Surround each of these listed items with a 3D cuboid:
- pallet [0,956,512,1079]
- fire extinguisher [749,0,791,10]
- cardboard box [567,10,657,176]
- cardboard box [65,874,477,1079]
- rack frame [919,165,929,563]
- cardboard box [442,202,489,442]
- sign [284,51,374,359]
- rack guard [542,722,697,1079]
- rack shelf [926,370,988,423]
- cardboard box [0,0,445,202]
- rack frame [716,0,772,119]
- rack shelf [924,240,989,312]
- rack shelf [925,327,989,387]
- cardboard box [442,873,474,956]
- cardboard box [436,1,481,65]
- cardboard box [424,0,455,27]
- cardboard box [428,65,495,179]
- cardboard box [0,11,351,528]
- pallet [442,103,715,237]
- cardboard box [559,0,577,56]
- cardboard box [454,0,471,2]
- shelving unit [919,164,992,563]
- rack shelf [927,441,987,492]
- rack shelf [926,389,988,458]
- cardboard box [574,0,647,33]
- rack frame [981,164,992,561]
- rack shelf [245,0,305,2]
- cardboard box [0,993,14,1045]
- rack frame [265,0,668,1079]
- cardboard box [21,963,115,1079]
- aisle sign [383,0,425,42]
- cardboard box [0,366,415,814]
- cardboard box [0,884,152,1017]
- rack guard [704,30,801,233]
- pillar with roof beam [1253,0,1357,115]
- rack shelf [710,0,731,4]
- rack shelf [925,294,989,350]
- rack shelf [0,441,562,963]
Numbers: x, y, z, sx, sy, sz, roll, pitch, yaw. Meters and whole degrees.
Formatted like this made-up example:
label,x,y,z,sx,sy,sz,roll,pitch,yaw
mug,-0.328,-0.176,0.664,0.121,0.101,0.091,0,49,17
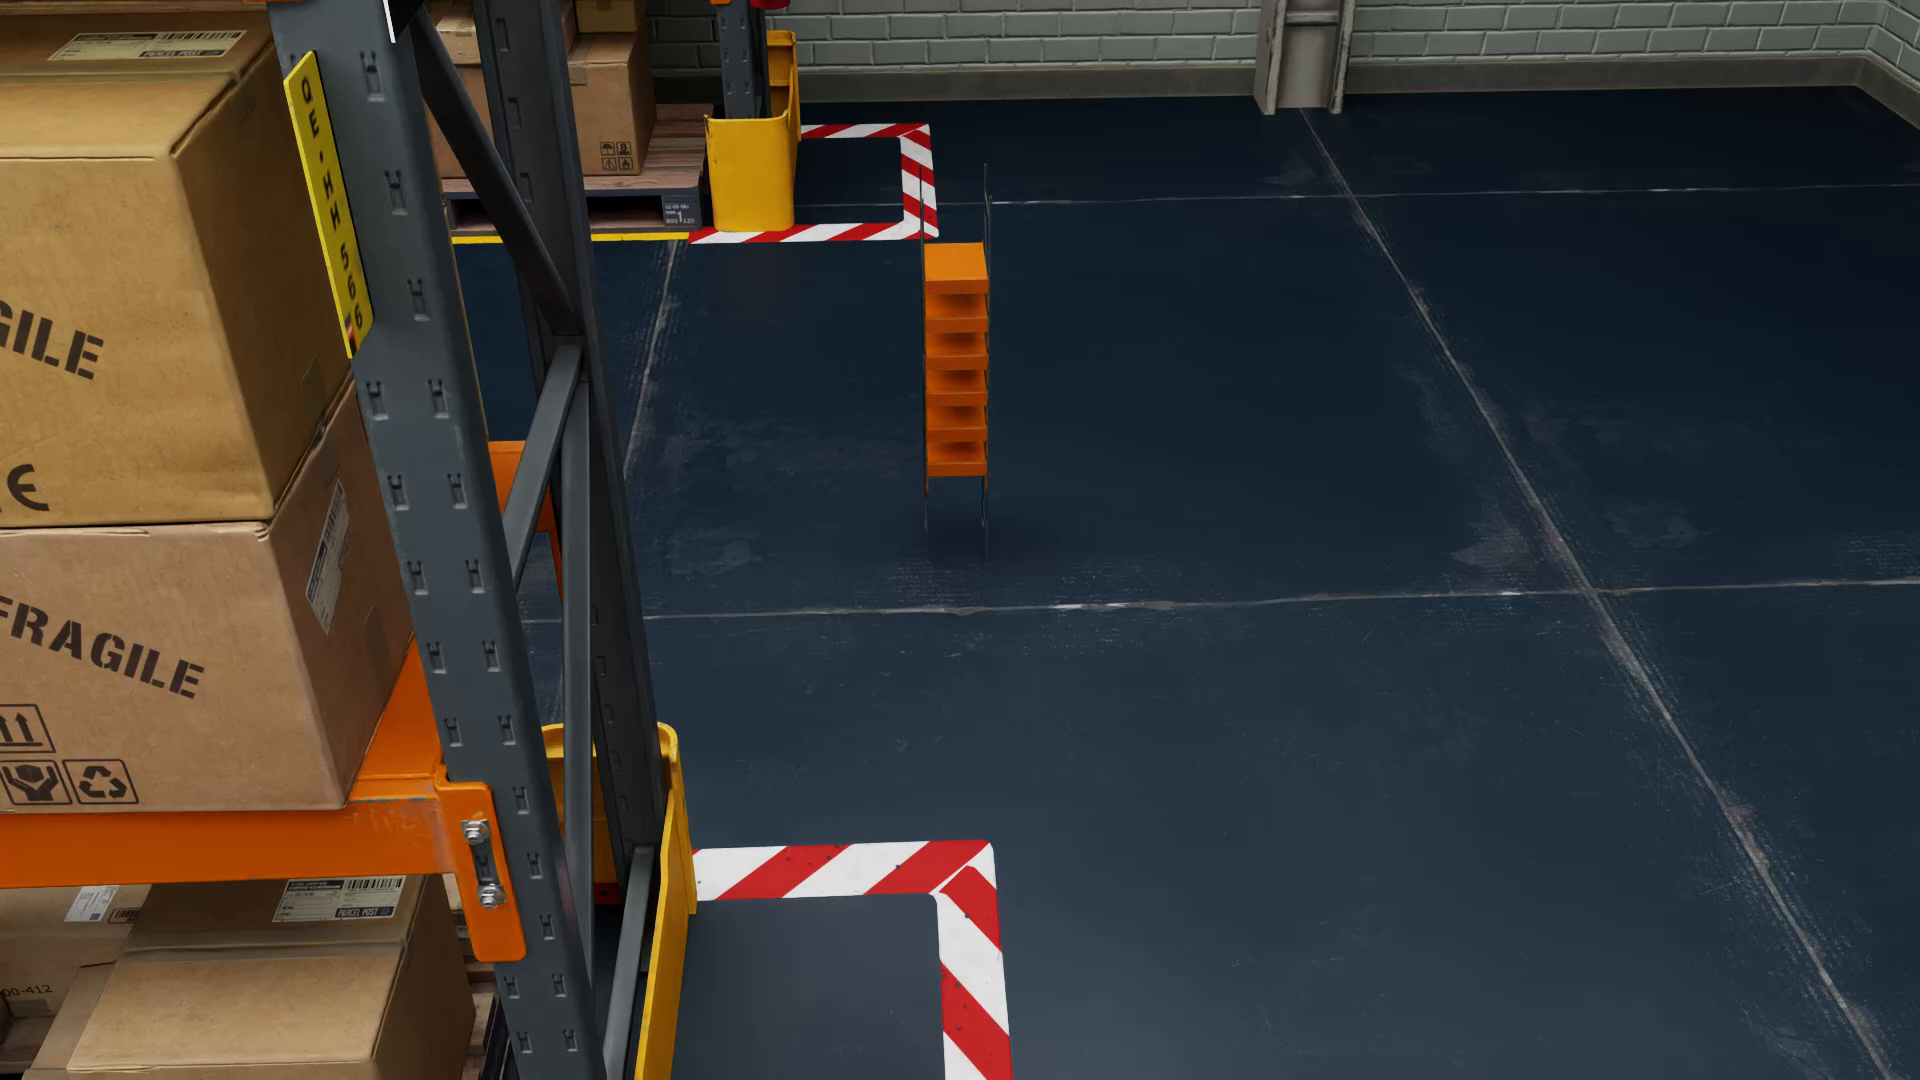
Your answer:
label,x,y,z,sx,sy,sz,roll,pitch,yaw
pallet,-1.577,1.093,3.485,1.213,0.211,1.003,-2,35,-2
fire extinguisher,-0.771,-2.450,6.550,0.183,0.674,0.296,-2,35,-2
cardboard box,-1.638,-1.962,7.277,0.500,0.500,0.700,-2,35,-2
cardboard box,-1.237,0.924,3.089,0.500,0.500,0.500,-2,35,-2
rack frame,-0.106,-0.491,4.904,0.006,1.200,0.240,-2,35,-2
cardboard box,-1.161,-0.257,2.897,0.500,0.500,0.500,-1,35,-1
sign,-0.699,-0.368,1.850,0.005,0.325,0.100,-2,35,-2
rack guard,-0.781,0.952,3.434,0.348,0.500,1.175,-2,35,-2
rack shelf,-0.014,-0.456,4.933,0.180,0.103,0.258,-2,35,-2
cardboard box,-1.161,-0.668,2.612,0.500,0.500,0.500,-1,35,-1
rack frame,-0.943,-2.893,6.795,0.127,3.000,1.000,-2,35,-2
rack shelf,-0.014,-0.752,4.728,0.180,0.103,0.258,-2,35,-2
rack shelf,-0.014,-0.555,4.865,0.180,0.103,0.258,-2,35,-2
cardboard box,-1.140,0.730,3.678,0.250,0.149,0.380,-2,35,-2
cardboard box,-2.013,-2.115,6.927,0.250,0.149,0.380,-1,35,-1
cardboard box,-2.278,-2.326,7.232,0.250,0.149,0.380,-1,35,-2
cardboard box,-2.138,-1.949,7.258,0.500,0.500,0.700,-2,35,-2
cardboard box,-1.137,-0.361,2.170,0.500,0.500,0.500,-2,35,-3
pallet,-1.738,-1.681,7.493,1.213,0.211,1.003,-2,35,-2
cardboard box,-1.758,-2.122,6.938,0.250,0.149,0.380,-2,35,-3
cardboard box,-2.028,-2.332,7.241,0.250,0.149,0.380,-1,35,-2
shelving unit,-0.014,-0.493,4.908,0.189,1.200,0.258,-2,35,-2
rack shelf,-0.014,-0.259,5.070,0.180,0.103,0.258,-2,35,-2
rack shelf,-0.014,-0.358,5.002,0.180,0.103,0.258,-2,35,-2
cardboard box,-1.523,-2.346,7.262,0.250,0.149,0.380,-1,35,-2
rack frame,0.077,-0.495,4.912,0.006,1.200,0.240,-2,35,-2
rack shelf,-2.703,-0.961,1.999,4.000,0.370,1.077,-2,35,-2
cardboard box,-2.187,1.035,3.148,0.500,0.250,0.500,-2,35,-2
rack frame,-0.705,-0.077,2.726,0.127,3.000,1.000,-2,35,-2
cardboard box,-1.645,1.021,3.242,0.250,0.166,0.380,-2,35,-2
aisle sign,-0.623,-0.974,1.737,0.004,0.787,0.394,-2,35,-2
cardboard box,-1.140,0.048,2.457,0.500,0.500,0.500,-1,35,-1
cardboard box,-1.761,0.739,3.576,0.500,0.250,0.500,-2,35,-2
rack guard,-0.919,-1.866,7.507,0.348,0.500,1.175,-2,35,-2
pillar with roof beam,1.916,-3.477,2.367,0.400,9.000,9.100,-2,35,-2
rack shelf,-2.941,-2.544,6.922,4.000,0.370,1.077,-2,35,-2
rack shelf,-0.014,-0.654,4.797,0.180,0.103,0.258,-2,35,-2
rack shelf,-2.703,0.272,2.853,4.000,0.370,1.077,-2,35,-2
